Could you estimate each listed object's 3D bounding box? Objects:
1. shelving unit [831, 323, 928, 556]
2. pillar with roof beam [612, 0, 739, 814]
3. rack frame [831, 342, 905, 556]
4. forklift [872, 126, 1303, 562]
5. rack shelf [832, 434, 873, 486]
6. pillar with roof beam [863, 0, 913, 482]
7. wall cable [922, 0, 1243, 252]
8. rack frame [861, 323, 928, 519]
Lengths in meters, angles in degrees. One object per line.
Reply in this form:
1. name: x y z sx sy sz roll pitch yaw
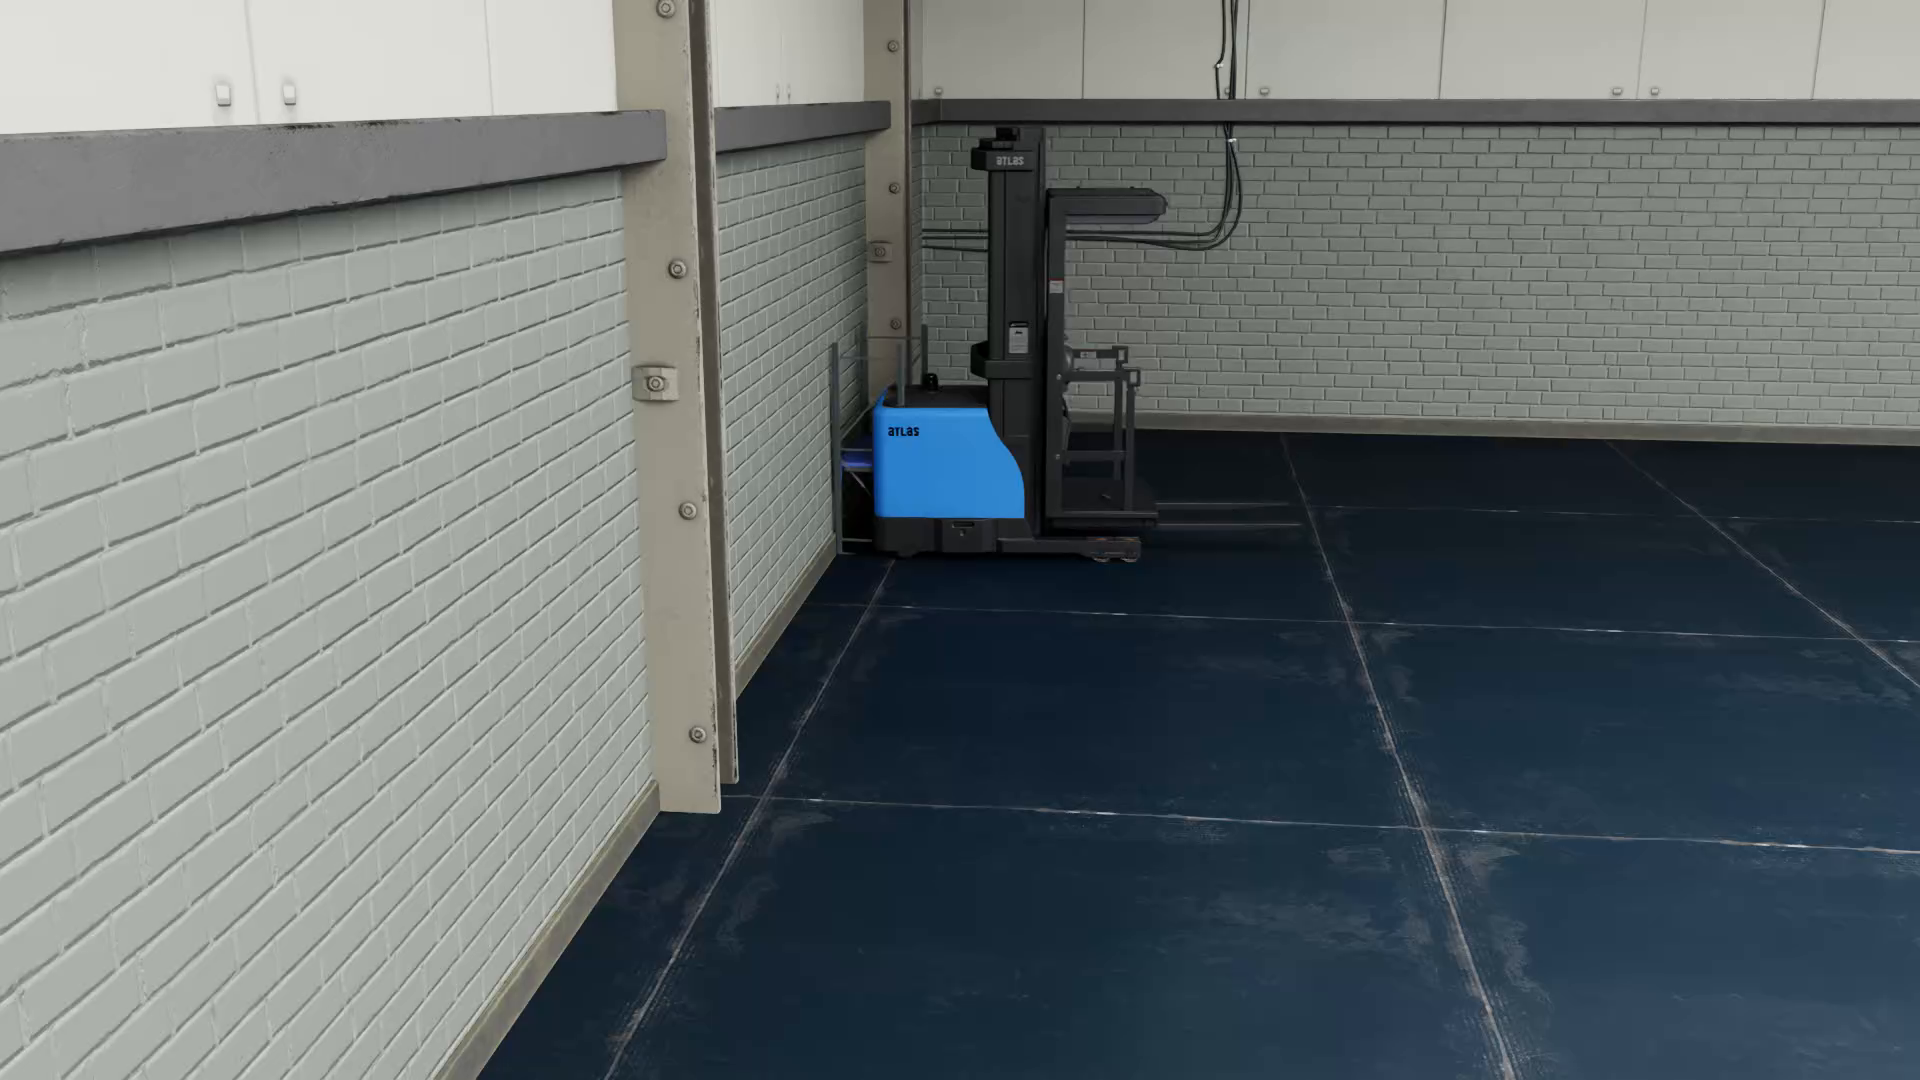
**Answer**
1. shelving unit: -0.560 -0.750 12.049 0.538 1.500 1.048 2 15 8
2. pillar with roof beam: 3.047 -3.029 6.124 9.100 9.000 0.400 2 15 6
3. rack frame: -0.631 -0.621 11.563 0.500 1.500 0.032 2 15 8
4. forklift: 0.904 -1.399 11.722 3.031 2.935 1.130 0 15 1
5. rack shelf: -0.560 -0.576 12.096 0.538 0.185 1.000 2 15 8
6. pillar with roof beam: 3.724 -4.585 11.879 9.100 9.000 0.400 2 15 6
7. wall cable: 1.093 -3.938 15.435 3.097 2.526 0.112 2 15 6
8. rack frame: -0.489 -0.879 12.536 0.500 1.500 0.032 2 15 8
